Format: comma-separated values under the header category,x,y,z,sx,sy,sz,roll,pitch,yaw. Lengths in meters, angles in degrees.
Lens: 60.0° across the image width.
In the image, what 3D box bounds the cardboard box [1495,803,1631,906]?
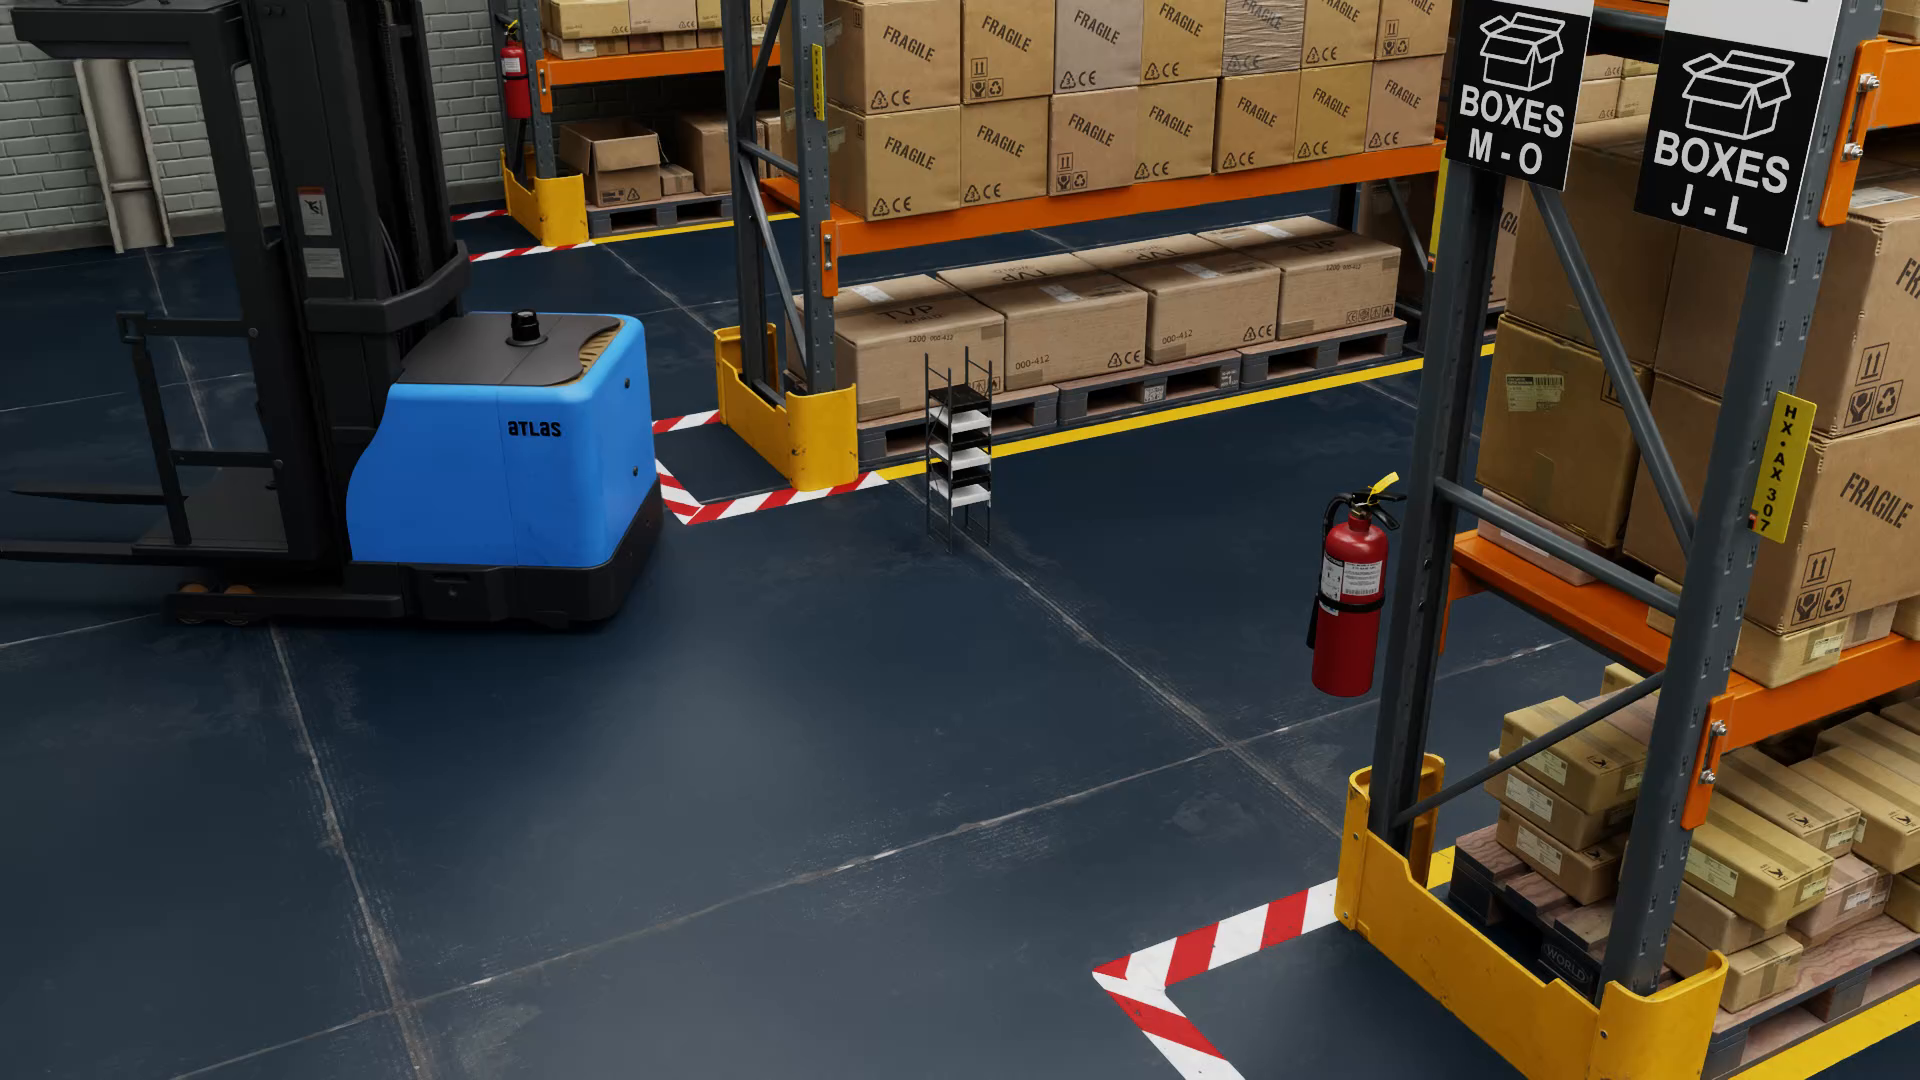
category,x,y,z,sx,sy,sz,roll,pitch,yaw
cardboard box,1.891,0.935,5.145,0.250,0.149,0.380,-12,28,-24

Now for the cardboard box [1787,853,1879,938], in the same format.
category,x,y,z,sx,sy,sz,roll,pitch,yaw
cardboard box,2.376,0.945,4.781,0.250,0.149,0.380,-13,29,-25

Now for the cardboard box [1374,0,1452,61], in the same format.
category,x,y,z,sx,sy,sz,roll,pitch,yaw
cardboard box,2.349,-2.953,9.163,0.500,0.500,0.500,-13,29,-26

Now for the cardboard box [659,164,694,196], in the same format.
category,x,y,z,sx,sy,sz,roll,pitch,yaw
cardboard box,-2.256,-2.803,12.931,0.250,0.149,0.380,-14,29,-27

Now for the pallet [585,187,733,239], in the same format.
category,x,y,z,sx,sy,sz,roll,pitch,yaw
pallet,-2.463,-2.660,13.046,1.213,0.211,1.003,-13,29,-25

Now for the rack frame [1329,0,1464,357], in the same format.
category,x,y,z,sx,sy,sz,roll,pitch,yaw
rack frame,2.635,-2.658,9.821,0.127,3.000,1.000,-13,29,-25

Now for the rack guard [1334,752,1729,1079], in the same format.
category,x,y,z,sx,sy,sz,roll,pitch,yaw
rack guard,1.591,1.138,4.803,0.348,0.500,1.175,-13,29,-25

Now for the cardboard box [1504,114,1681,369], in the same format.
category,x,y,z,sx,sy,sz,roll,pitch,yaw
cardboard box,1.811,-0.792,4.319,0.500,0.500,0.500,-14,29,-26

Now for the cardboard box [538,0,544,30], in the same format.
category,x,y,z,sx,sy,sz,roll,pitch,yaw
cardboard box,-2.952,-4.000,12.445,0.500,0.250,0.500,-12,28,-24

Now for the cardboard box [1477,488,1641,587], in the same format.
category,x,y,z,sx,sy,sz,roll,pitch,yaw
cardboard box,1.679,-0.035,4.647,0.250,0.149,0.380,-13,29,-25

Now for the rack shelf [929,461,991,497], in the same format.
category,x,y,z,sx,sy,sz,roll,pitch,yaw
rack shelf,-0.007,-0.293,7.605,0.200,0.077,0.258,-13,29,-25

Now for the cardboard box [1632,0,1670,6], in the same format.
category,x,y,z,sx,sy,sz,roll,pitch,yaw
cardboard box,1.801,-1.452,4.016,0.500,0.250,0.500,-14,29,-26

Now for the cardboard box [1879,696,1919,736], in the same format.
category,x,y,z,sx,sy,sz,roll,pitch,yaw
cardboard box,3.045,0.637,5.078,0.250,0.149,0.380,-12,28,-23

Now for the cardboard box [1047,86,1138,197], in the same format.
category,x,y,z,sx,sy,sz,roll,pitch,yaw
cardboard box,0.555,-2.087,8.516,0.500,0.500,0.500,-13,29,-25

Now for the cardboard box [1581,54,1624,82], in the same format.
category,x,y,z,sx,sy,sz,roll,pitch,yaw
cardboard box,3.603,-2.915,9.951,0.500,0.250,0.500,-13,28,-24

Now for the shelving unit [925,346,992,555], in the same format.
category,x,y,z,sx,sy,sz,roll,pitch,yaw
shelving unit,-0.007,-0.404,7.552,0.210,0.900,0.258,-13,29,-25

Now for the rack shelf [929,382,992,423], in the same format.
category,x,y,z,sx,sy,sz,roll,pitch,yaw
rack shelf,-0.007,-0.617,7.449,0.200,0.077,0.258,-13,29,-25

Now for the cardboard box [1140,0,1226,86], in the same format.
category,x,y,z,sx,sy,sz,roll,pitch,yaw
cardboard box,1.006,-2.646,8.525,0.500,0.500,0.500,-13,28,-25

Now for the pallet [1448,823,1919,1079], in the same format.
category,x,y,z,sx,sy,sz,roll,pitch,yaw
pallet,2.325,1.116,5.182,1.213,0.211,1.003,-13,29,-25

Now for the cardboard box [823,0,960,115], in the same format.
category,x,y,z,sx,sy,sz,roll,pitch,yaw
cardboard box,-0.337,-2.328,7.863,0.500,0.500,0.500,-14,29,-26

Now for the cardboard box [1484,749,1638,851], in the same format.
category,x,y,z,sx,sy,sz,roll,pitch,yaw
cardboard box,1.856,0.771,5.143,0.250,0.149,0.380,-14,29,-26

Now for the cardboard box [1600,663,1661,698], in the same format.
category,x,y,z,sx,sy,sz,roll,pitch,yaw
cardboard box,2.290,0.519,5.325,0.250,0.149,0.380,-14,29,-26

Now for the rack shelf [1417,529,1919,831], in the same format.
category,x,y,z,sx,sy,sz,roll,pitch,yaw
rack shelf,3.289,-0.057,5.234,4.000,0.370,1.077,-13,29,-25

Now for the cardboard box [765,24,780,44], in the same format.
category,x,y,z,sx,sy,sz,roll,pitch,yaw
cardboard box,-1.431,-3.892,12.682,0.250,0.149,0.380,-12,28,-24

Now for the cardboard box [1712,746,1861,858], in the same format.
category,x,y,z,sx,sy,sz,roll,pitch,yaw
cardboard box,2.333,0.775,4.792,0.250,0.149,0.380,-12,28,-24

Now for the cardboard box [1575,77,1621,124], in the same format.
category,x,y,z,sx,sy,sz,roll,pitch,yaw
cardboard box,3.604,-2.686,10.051,0.500,0.250,0.500,-14,29,-26

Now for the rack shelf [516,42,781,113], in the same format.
category,x,y,z,sx,sy,sz,roll,pitch,yaw
rack shelf,-1.468,-3.822,13.075,4.000,0.370,1.077,-13,29,-25

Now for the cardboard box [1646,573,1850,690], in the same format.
category,x,y,z,sx,sy,sz,roll,pitch,yaw
cardboard box,1.964,0.199,4.161,0.250,0.149,0.380,-13,29,-26

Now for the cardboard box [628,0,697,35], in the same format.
category,x,y,z,sx,sy,sz,roll,pitch,yaw
cardboard box,-2.261,-3.897,12.231,0.500,0.250,0.500,-13,28,-25

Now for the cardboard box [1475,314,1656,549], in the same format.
category,x,y,z,sx,sy,sz,roll,pitch,yaw
cardboard box,1.800,-0.343,4.539,0.500,0.500,0.500,-12,28,-24

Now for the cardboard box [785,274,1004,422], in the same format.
category,x,y,z,sx,sy,sz,roll,pitch,yaw
cardboard box,-0.359,-1.051,8.948,0.875,0.438,0.875,-14,29,-27

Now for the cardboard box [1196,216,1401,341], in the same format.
category,x,y,z,sx,sy,sz,roll,pitch,yaw
cardboard box,2.031,-1.606,10.104,0.875,0.438,0.875,-13,29,-26

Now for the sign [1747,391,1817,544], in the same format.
category,x,y,z,sx,sy,sz,roll,pitch,yaw
sign,1.780,-0.157,3.611,0.005,0.325,0.100,-13,29,-25

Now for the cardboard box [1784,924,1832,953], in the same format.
category,x,y,z,sx,sy,sz,roll,pitch,yaw
cardboard box,2.330,1.053,4.900,0.250,0.149,0.380,-13,29,-25

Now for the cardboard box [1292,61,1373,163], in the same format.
category,x,y,z,sx,sy,sz,roll,pitch,yaw
cardboard box,1.895,-2.404,9.177,0.500,0.500,0.500,-14,29,-26

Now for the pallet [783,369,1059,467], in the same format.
category,x,y,z,sx,sy,sz,roll,pitch,yaw
pallet,-0.225,-0.779,9.129,1.213,0.211,1.003,-13,29,-25

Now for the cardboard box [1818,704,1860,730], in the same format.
category,x,y,z,sx,sy,sz,roll,pitch,yaw
cardboard box,2.764,0.555,5.594,0.250,0.149,0.380,-13,28,-24

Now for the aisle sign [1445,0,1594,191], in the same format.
category,x,y,z,sx,sy,sz,roll,pitch,yaw
aisle sign,1.319,-1.245,3.875,0.004,0.787,0.394,-13,29,-25

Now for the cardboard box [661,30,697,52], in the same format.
category,x,y,z,sx,sy,sz,roll,pitch,yaw
cardboard box,-2.144,-3.752,12.389,0.250,0.149,0.380,-12,28,-23

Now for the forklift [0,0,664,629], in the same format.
category,x,y,z,sx,sy,sz,roll,pitch,yaw
forklift,-2.918,-1.187,6.837,3.031,2.935,1.130,2,26,3

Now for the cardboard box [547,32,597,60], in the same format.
category,x,y,z,sx,sy,sz,roll,pitch,yaw
cardboard box,-2.814,-3.588,12.047,0.250,0.149,0.380,-13,29,-25
